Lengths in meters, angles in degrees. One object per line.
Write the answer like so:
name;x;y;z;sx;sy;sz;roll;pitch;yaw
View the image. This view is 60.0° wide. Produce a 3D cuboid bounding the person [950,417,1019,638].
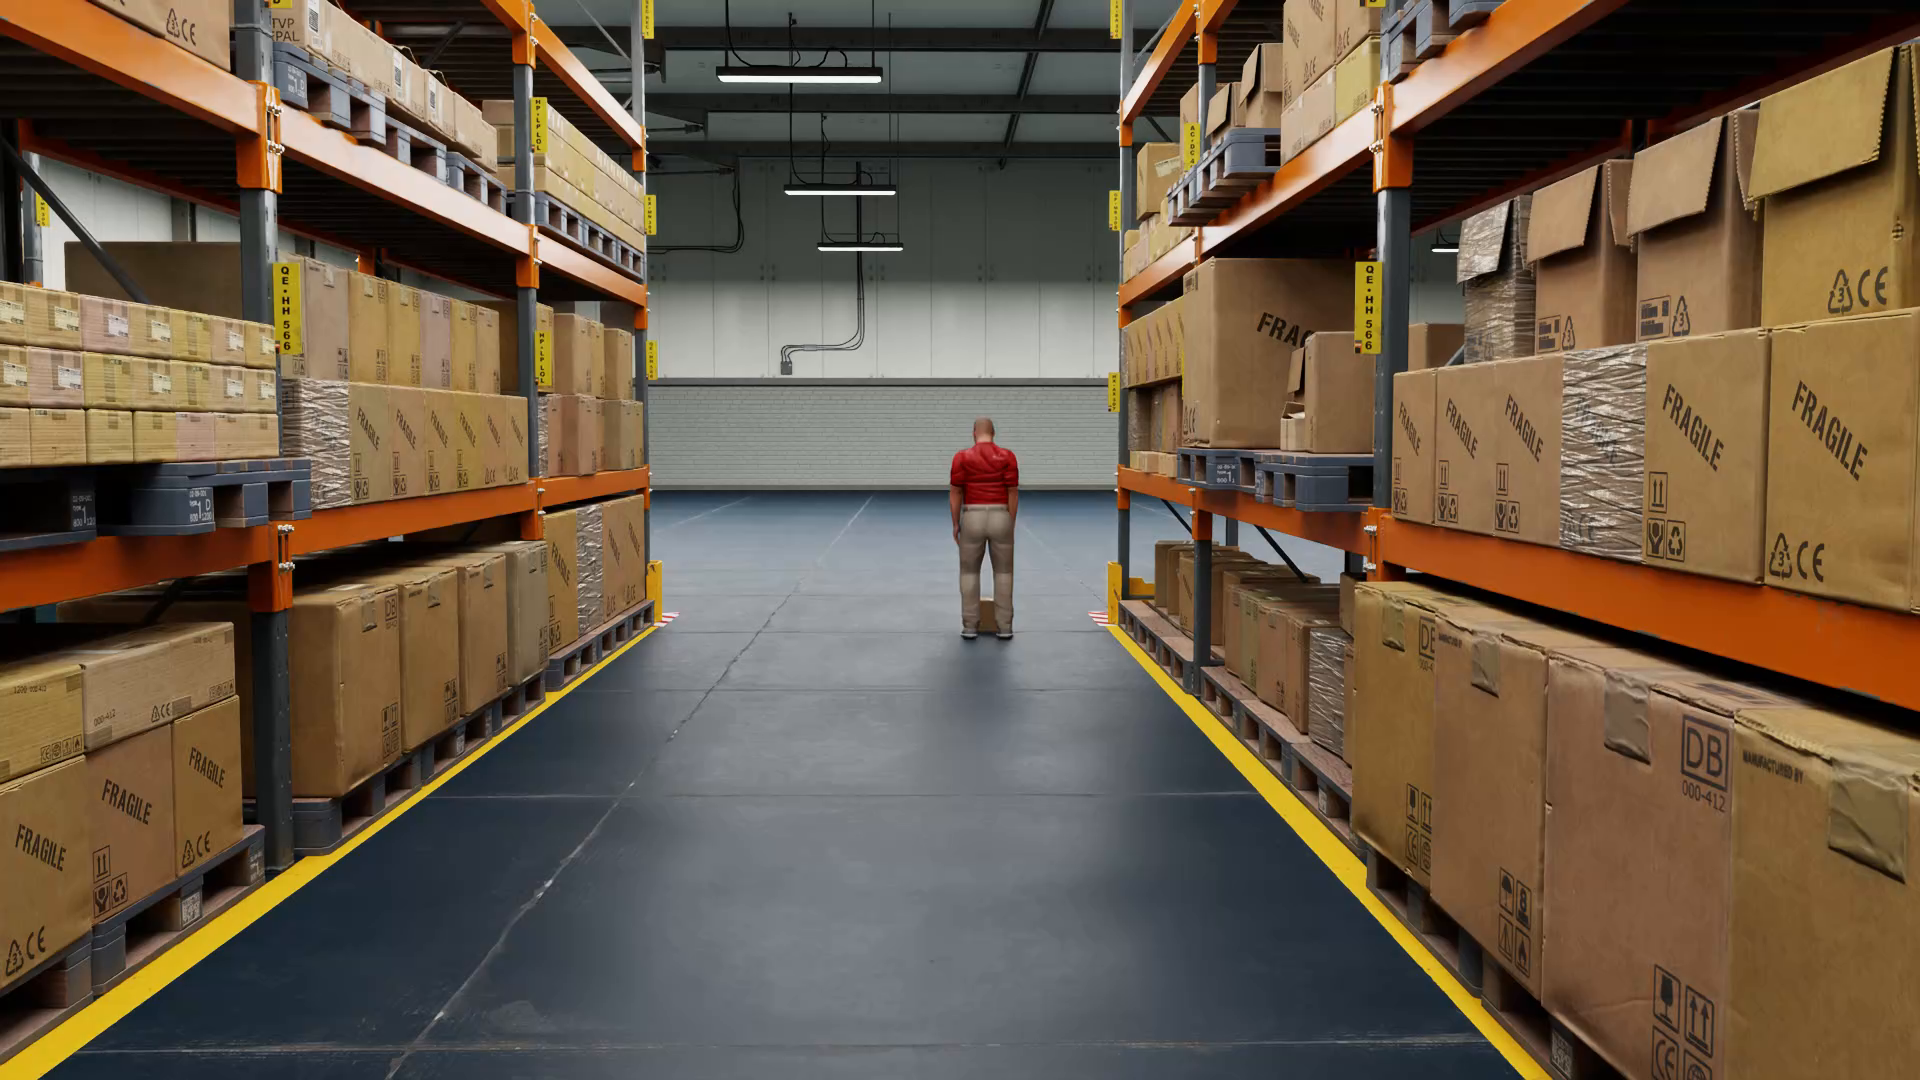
person;0.186;-0.093;12.934;0.534;1.718;0.356;0;4;0
